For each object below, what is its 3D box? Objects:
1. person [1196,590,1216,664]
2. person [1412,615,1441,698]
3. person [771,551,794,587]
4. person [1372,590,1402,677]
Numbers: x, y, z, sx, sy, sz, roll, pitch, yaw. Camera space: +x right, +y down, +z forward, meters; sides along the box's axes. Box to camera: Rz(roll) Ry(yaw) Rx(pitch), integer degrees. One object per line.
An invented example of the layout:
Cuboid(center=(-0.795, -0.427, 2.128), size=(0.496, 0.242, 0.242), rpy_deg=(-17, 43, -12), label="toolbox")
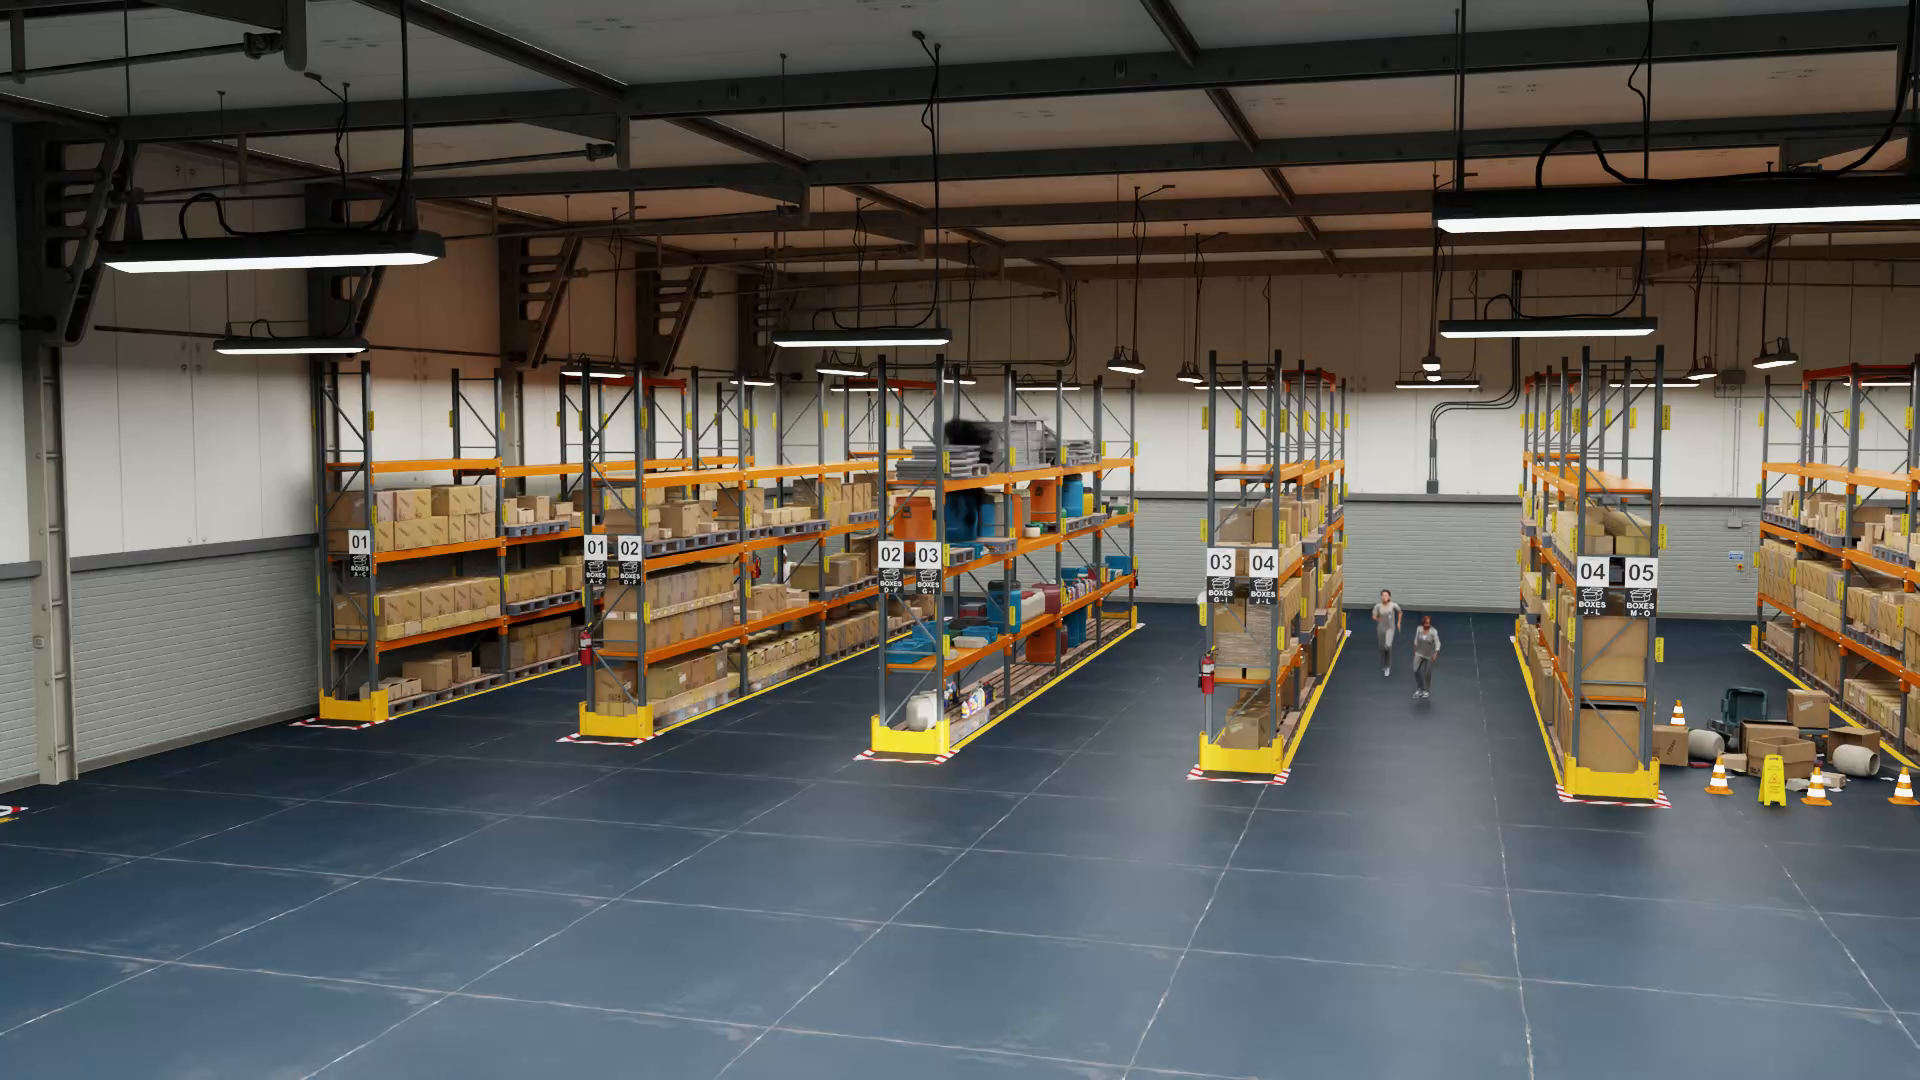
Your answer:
Cuboid(center=(5.223, 1.671, 34.373), size=(0.673, 1.812, 0.828), rpy_deg=(2, 4, 23), label="person")
Cuboid(center=(8.361, 2.092, 29.804), size=(0.525, 1.531, 0.731), rpy_deg=(2, 5, 25), label="person")
Cuboid(center=(-4.415, 1.151, 41.728), size=(0.725, 1.765, 0.752), rpy_deg=(1, 4, 10), label="person")
Cuboid(center=(8.408, 1.827, 32.804), size=(0.537, 1.713, 0.818), rpy_deg=(2, 4, 24), label="person")
